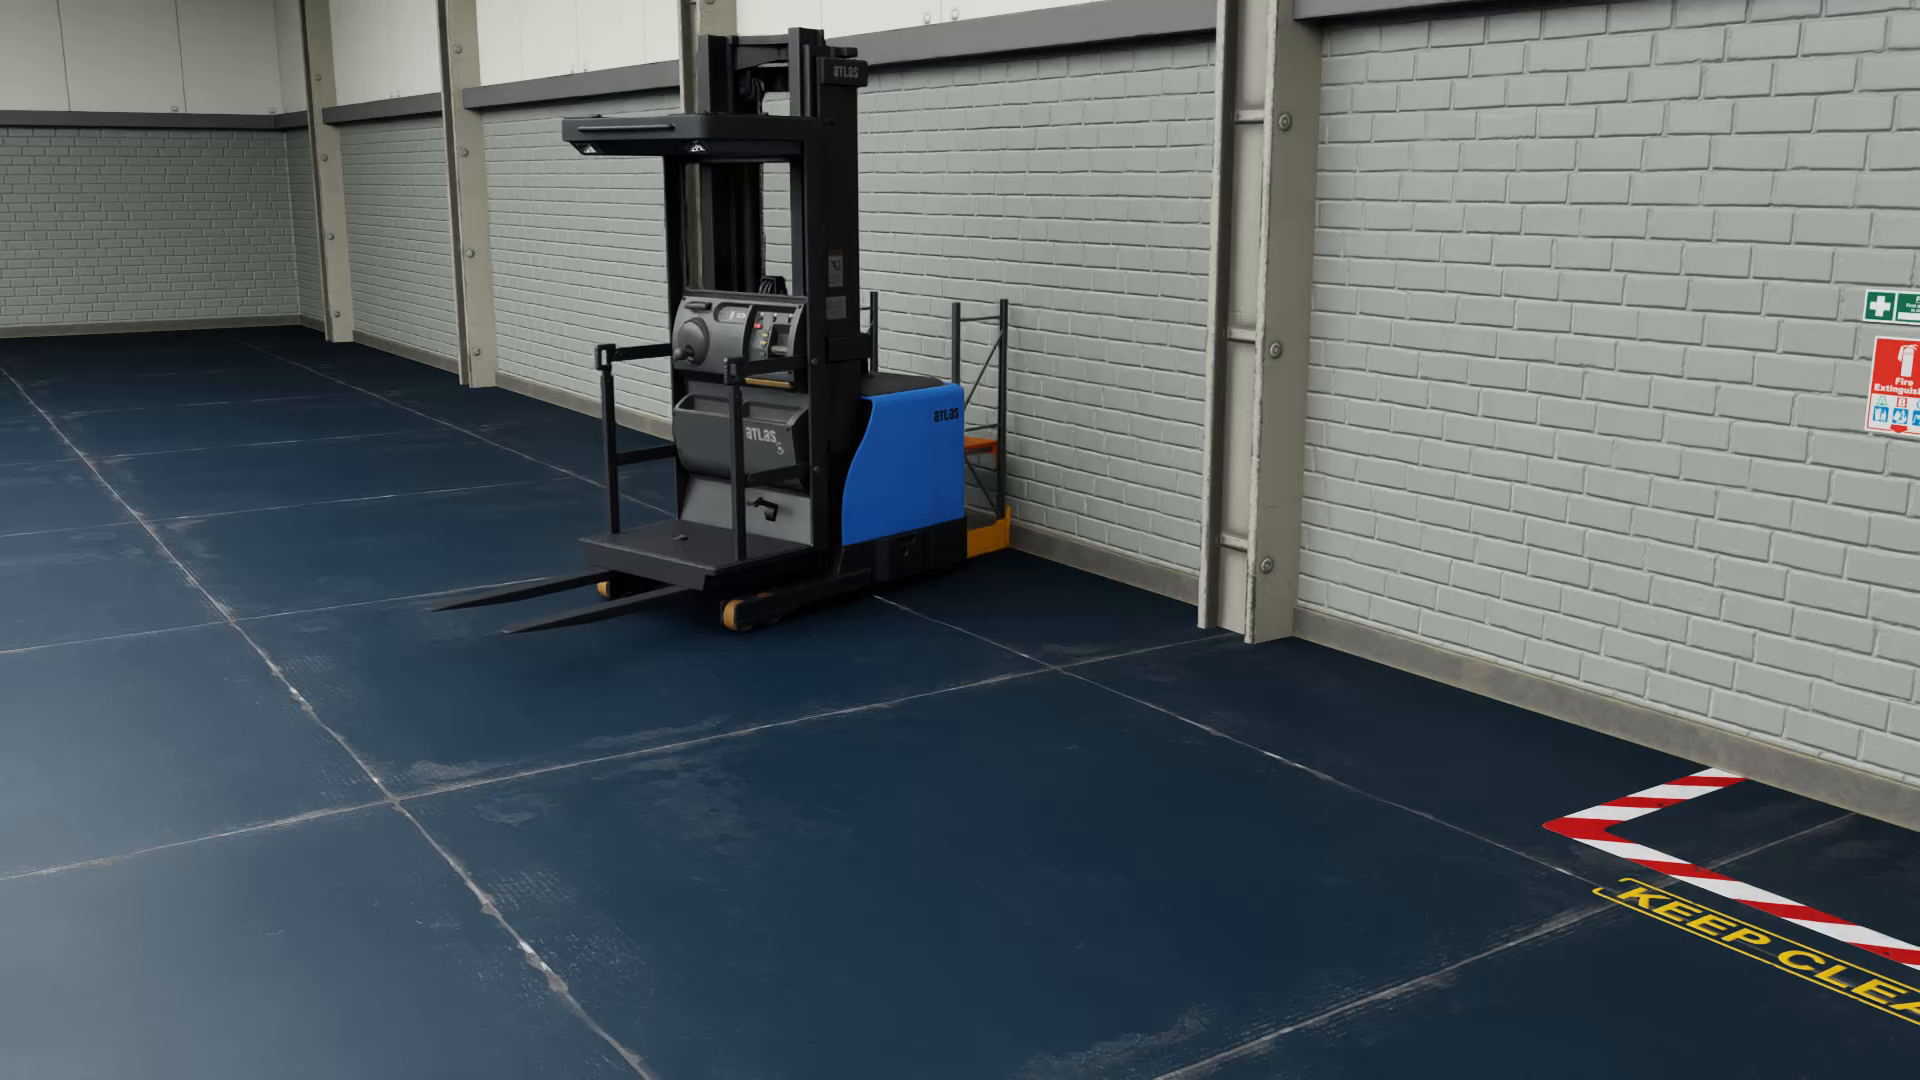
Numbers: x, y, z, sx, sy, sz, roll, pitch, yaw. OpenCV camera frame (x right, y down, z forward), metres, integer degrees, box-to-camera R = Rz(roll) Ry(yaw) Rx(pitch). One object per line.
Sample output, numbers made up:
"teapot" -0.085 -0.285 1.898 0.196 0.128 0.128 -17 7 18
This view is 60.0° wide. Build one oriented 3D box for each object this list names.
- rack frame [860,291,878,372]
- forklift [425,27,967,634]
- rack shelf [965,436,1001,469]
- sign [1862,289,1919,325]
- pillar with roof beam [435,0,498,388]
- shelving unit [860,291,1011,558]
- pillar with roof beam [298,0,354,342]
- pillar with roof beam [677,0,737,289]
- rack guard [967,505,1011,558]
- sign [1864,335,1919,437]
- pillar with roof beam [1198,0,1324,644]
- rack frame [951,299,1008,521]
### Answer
"rack frame" -0.690 -0.792 10.433 0.032 1.500 0.500 10 15 37
"forklift" -1.294 -1.093 8.498 1.130 2.935 3.031 10 16 39
"rack shelf" -0.291 -0.549 10.164 1.000 0.185 0.538 10 15 37
"sign" 3.192 -0.776 5.567 0.001 0.109 0.331 -8 15 -33
"pillar with roof beam" -8.802 -5.570 14.767 9.100 9.000 0.400 -8 15 -33
"shelving unit" -0.282 -0.723 10.122 1.083 1.500 0.587 10 15 37
"pillar with roof beam" -12.127 -6.637 19.647 9.100 9.000 0.400 -8 15 -33
"pillar with roof beam" -5.478 -4.503 9.888 9.100 9.000 0.400 -8 15 -33
"rack guard" 0.103 -0.045 9.949 0.087 0.250 0.587 10 15 37
"sign" 3.196 -0.519 5.632 0.001 0.329 0.234 -8 15 -33
"pillar with roof beam" -2.154 -3.436 5.008 9.100 9.000 0.400 -8 15 -33
"rack frame" 0.111 -0.657 9.821 0.032 1.500 0.500 10 15 37
